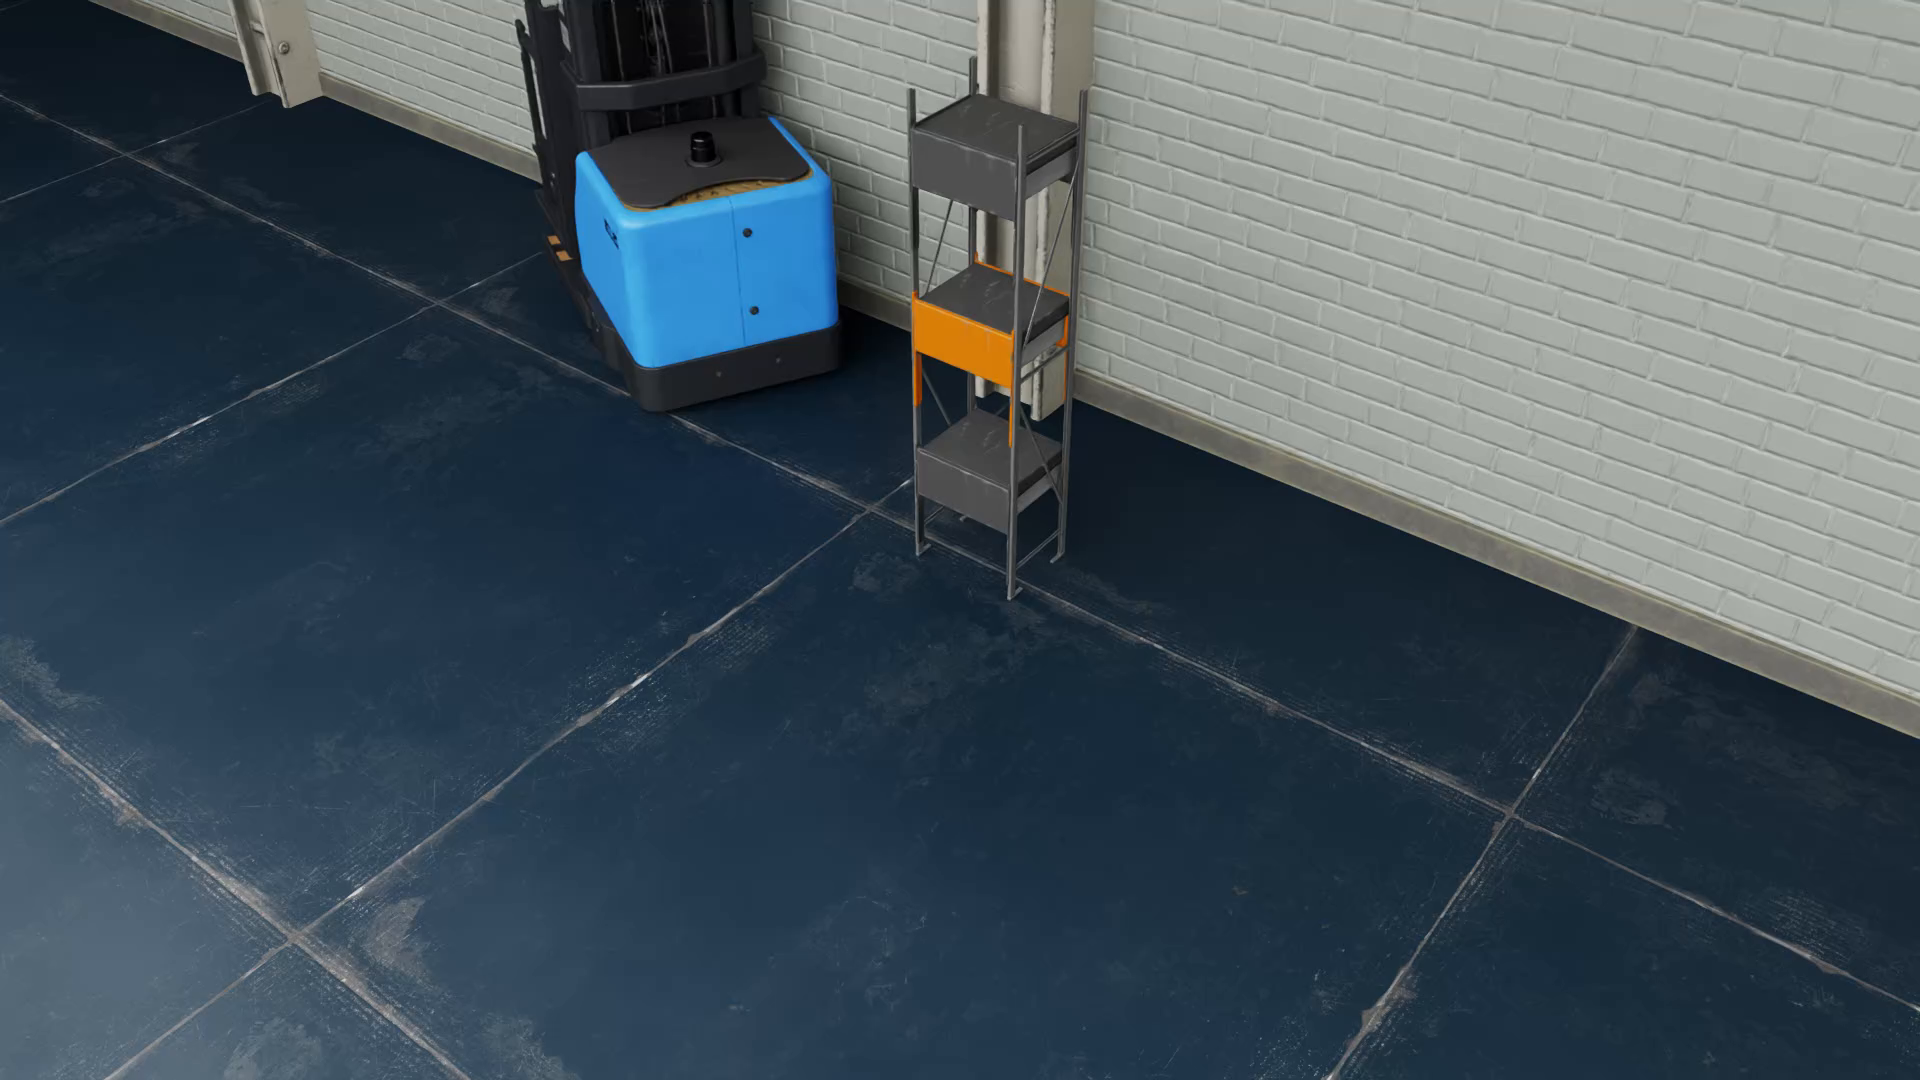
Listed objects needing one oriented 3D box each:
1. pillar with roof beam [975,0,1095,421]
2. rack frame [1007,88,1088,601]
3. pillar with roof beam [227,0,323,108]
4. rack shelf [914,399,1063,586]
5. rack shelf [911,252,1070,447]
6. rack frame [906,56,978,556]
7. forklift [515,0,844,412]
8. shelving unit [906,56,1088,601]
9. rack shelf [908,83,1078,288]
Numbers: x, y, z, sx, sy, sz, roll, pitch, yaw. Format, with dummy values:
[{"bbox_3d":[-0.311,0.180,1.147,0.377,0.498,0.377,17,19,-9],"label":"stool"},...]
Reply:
[{"bbox_3d":[-2.298,-2.152,2.699,0.400,9.000,9.100,25,45,29],"label":"pillar with roof beam"},{"bbox_3d":[0.325,-0.673,6.407,0.015,2.100,0.400,25,45,29],"label":"rack frame"},{"bbox_3d":[-7.063,-4.399,5.569,0.400,9.000,9.100,25,45,29],"label":"pillar with roof beam"},{"bbox_3d":[0.131,-0.203,6.963,0.480,0.518,0.431,25,45,29],"label":"rack shelf"},{"bbox_3d":[0.131,-0.754,6.532,0.480,0.518,0.431,25,45,29],"label":"rack shelf"},{"bbox_3d":[-0.062,-0.856,6.640,0.015,2.100,0.400,25,45,29],"label":"rack frame"},{"bbox_3d":[-1.655,-2.667,8.279,1.130,2.935,3.031,-16,41,-19],"label":"forklift"},{"bbox_3d":[0.131,-0.765,6.524,0.503,2.100,0.431,25,45,29],"label":"shelving unit"},{"bbox_3d":[0.131,-1.305,6.100,0.480,0.518,0.431,25,45,29],"label":"rack shelf"}]
